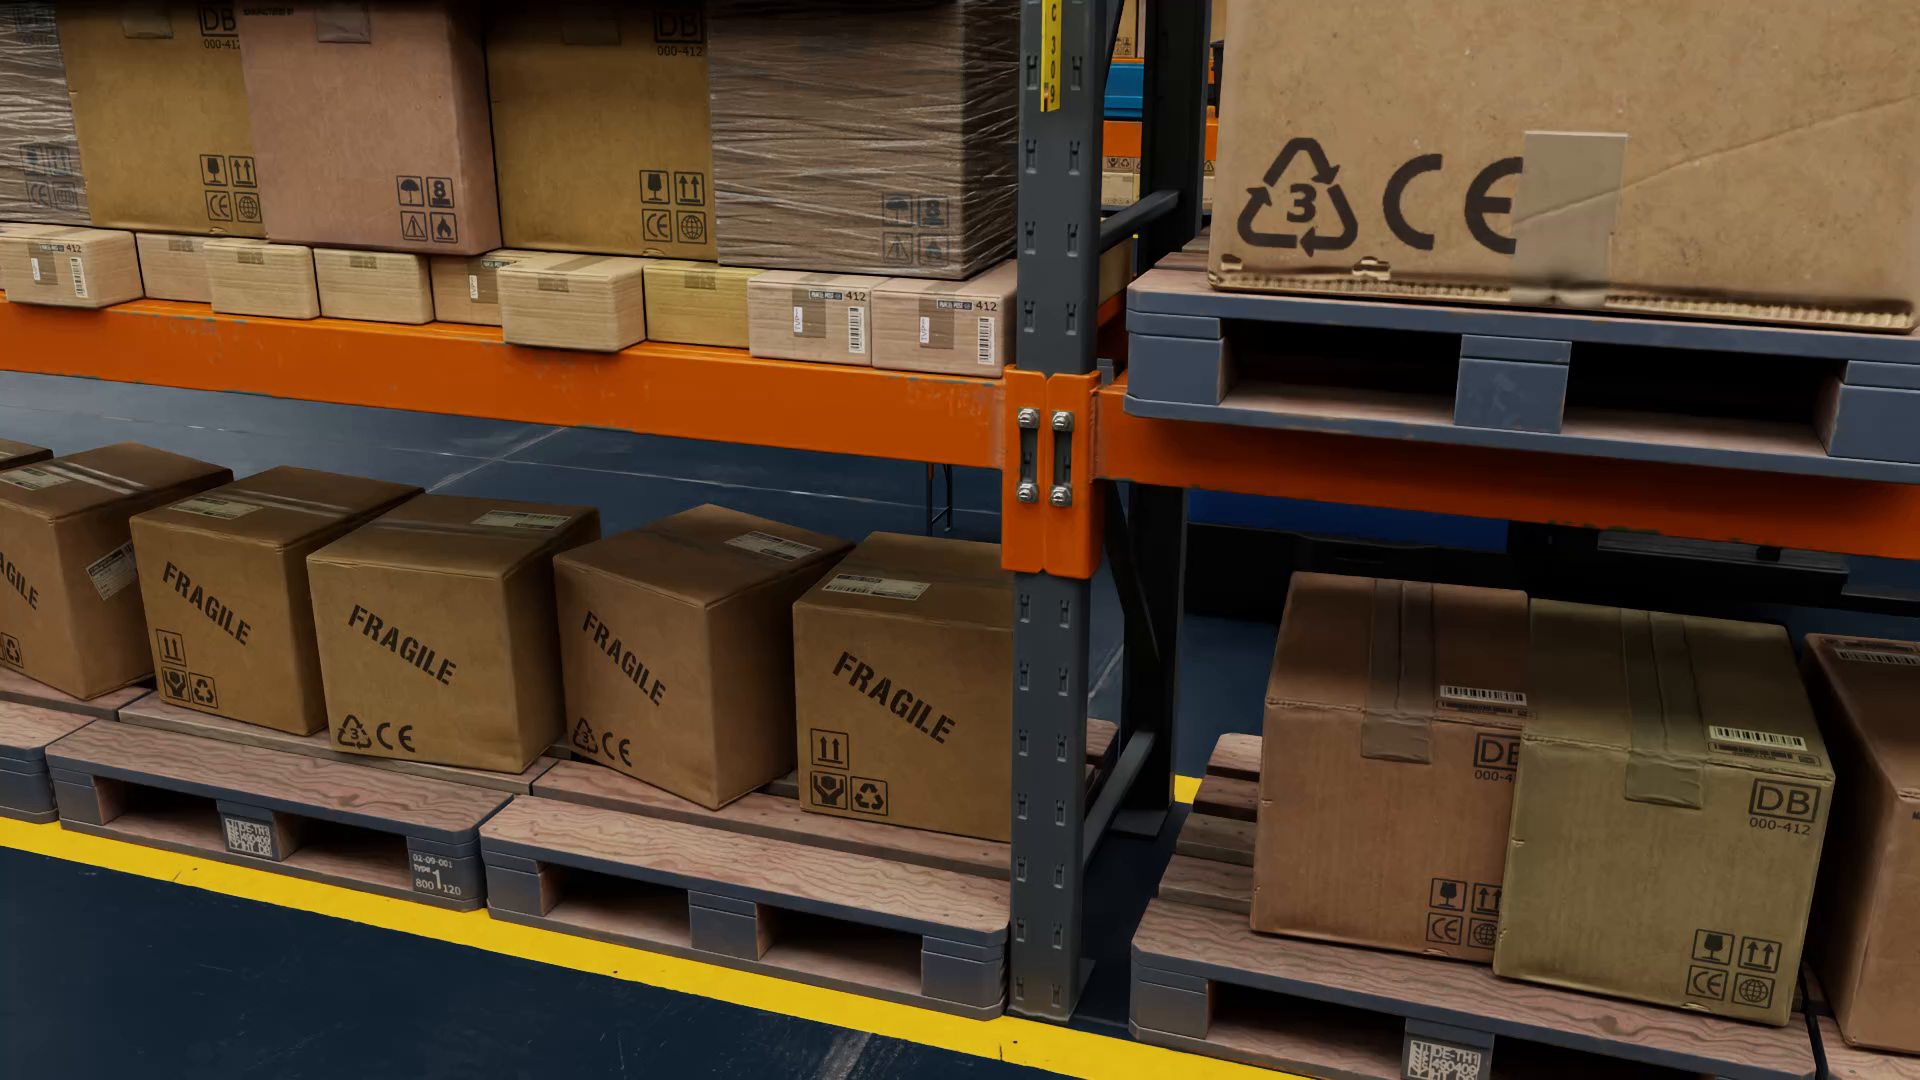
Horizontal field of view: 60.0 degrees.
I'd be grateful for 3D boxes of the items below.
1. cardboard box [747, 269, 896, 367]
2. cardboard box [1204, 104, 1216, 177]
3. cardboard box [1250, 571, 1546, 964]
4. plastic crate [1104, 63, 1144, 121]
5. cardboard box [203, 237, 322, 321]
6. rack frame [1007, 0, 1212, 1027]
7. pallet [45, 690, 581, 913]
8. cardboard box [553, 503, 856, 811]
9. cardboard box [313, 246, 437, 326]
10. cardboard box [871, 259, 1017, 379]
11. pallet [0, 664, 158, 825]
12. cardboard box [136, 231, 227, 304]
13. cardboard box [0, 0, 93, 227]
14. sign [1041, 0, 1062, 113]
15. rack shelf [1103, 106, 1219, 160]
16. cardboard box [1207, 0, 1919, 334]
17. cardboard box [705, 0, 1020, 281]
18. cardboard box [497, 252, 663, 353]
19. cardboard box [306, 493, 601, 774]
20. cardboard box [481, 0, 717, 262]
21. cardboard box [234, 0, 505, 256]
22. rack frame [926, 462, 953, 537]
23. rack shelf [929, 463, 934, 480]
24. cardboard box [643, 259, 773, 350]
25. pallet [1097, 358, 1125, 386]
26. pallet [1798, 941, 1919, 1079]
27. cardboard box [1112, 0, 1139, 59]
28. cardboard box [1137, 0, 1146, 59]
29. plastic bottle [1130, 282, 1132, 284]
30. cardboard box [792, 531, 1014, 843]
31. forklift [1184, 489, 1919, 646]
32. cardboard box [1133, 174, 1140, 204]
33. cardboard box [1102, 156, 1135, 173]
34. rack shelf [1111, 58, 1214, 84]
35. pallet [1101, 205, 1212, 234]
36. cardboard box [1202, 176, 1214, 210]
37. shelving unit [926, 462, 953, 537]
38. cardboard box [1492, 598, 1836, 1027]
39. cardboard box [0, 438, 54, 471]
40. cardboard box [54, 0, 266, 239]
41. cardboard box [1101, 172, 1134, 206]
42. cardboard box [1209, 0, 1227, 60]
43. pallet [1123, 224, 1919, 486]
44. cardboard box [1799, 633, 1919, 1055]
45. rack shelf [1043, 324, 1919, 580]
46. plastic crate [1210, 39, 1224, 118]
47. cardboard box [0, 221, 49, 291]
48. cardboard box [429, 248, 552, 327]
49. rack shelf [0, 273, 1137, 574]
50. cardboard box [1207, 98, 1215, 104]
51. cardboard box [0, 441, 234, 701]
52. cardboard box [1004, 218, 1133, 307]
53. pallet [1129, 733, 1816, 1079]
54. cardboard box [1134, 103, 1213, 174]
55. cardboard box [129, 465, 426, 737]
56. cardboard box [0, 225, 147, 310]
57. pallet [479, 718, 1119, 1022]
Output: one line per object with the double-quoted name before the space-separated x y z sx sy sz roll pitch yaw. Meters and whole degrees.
"cardboard box" -0.214 -0.454 3.204 0.250 0.149 0.380 7 20 18
"cardboard box" 2.121 -3.038 12.633 0.500 0.500 0.500 7 20 18
"cardboard box" 0.891 0.434 3.402 0.500 0.500 0.700 5 20 14
"plastic crate" 0.809 -2.116 7.816 0.616 0.251 0.499 7 20 18
"cardboard box" -1.393 -0.591 3.596 0.250 0.149 0.380 7 20 18
"rack frame" 0.318 -0.611 3.273 0.127 3.000 1.000 7 20 18
"pallet" -1.484 0.513 4.285 1.213 0.211 1.003 7 20 18
"cardboard box" -0.590 0.256 3.945 0.500 0.500 0.500 14 24 35
"cardboard box" -1.146 -0.575 3.550 0.250 0.149 0.380 7 20 18
"cardboard box" 0.019 -0.424 3.118 0.250 0.149 0.380 7 20 18
"pallet" -2.633 0.380 4.664 1.213 0.211 1.003 7 20 18
"cardboard box" -1.604 -0.642 3.742 0.250 0.149 0.380 7 20 18
"cardboard box" -1.980 -1.079 4.010 0.500 0.500 0.875 7 20 18
"sign" 0.147 -0.851 2.644 0.005 0.325 0.100 7 20 18
"rack shelf" 0.054 -2.028 8.429 4.000 0.370 1.077 7 20 18
"cardboard box" 1.023 -0.964 2.734 1.000 1.000 1.000 7 20 18
"cardboard box" -0.087 -0.867 3.402 0.500 0.500 0.875 7 20 18
"cardboard box" -0.703 -0.492 3.314 0.250 0.149 0.380 7 20 18
"cardboard box" -1.202 0.213 4.068 0.500 0.500 0.500 5 20 13
"cardboard box" -0.547 -0.932 3.588 0.500 0.500 0.875 7 20 18
"cardboard box" -1.053 -0.954 3.653 0.500 0.500 0.875 7 20 18
"rack frame" -0.074 -0.575 5.903 0.015 1.200 0.240 7 20 18
"rack shelf" 0.156 -0.298 5.915 0.480 0.148 0.258 7 20 18
"cardboard box" -0.431 -0.500 3.335 0.250 0.149 0.380 7 20 18
"pallet" 1.323 -0.920 8.395 1.213 0.211 1.003 7 20 18
"pallet" 2.210 0.920 3.115 1.213 0.211 1.003 7 20 18
"cardboard box" 1.196 -4.005 12.857 0.500 0.500 0.700 7 20 18
"cardboard box" 1.694 -3.949 12.697 0.500 0.500 0.700 7 20 20
"plastic bottle" 0.879 -1.312 8.866 0.097 0.201 0.097 0 19 0
"cardboard box" -0.046 0.315 3.775 0.500 0.500 0.500 6 20 16
"forklift" 2.236 -1.168 4.974 3.031 2.935 1.130 6 20 17
"cardboard box" 1.644 -2.733 12.900 0.500 0.250 0.500 7 20 18
"cardboard box" 1.177 -3.147 12.946 0.500 0.500 0.500 7 20 18
"rack shelf" 1.683 -3.567 12.846 4.000 0.370 1.077 7 20 18
"pallet" 1.679 -2.604 13.227 1.213 0.211 1.003 7 20 18
"cardboard box" 2.117 -2.680 12.746 0.500 0.250 0.500 7 20 18
"shelving unit" 0.156 -0.549 5.827 0.503 1.200 0.258 7 20 18
"cardboard box" 1.336 0.492 3.238 0.500 0.500 0.700 6 20 18
"cardboard box" -2.876 0.011 4.646 0.500 0.500 0.500 11 22 28
"cardboard box" -1.511 -1.021 3.845 0.500 0.500 0.875 7 20 18
"cardboard box" 1.174 -2.789 13.059 0.500 0.250 0.500 7 20 18
"cardboard box" 2.179 -3.895 12.540 0.500 0.500 0.700 7 20 19
"pallet" 0.993 -0.393 2.938 1.213 0.211 1.003 7 20 18
"cardboard box" 1.864 0.552 3.065 0.500 0.500 0.700 5 20 13
"rack shelf" 2.208 -0.056 2.771 4.000 0.370 1.077 7 20 18
"plastic crate" 1.491 -2.218 7.977 0.504 0.338 0.767 7 20 18
"cardboard box" -2.086 -0.687 3.871 0.250 0.149 0.380 7 20 18
"cardboard box" -0.896 -0.560 3.509 0.250 0.149 0.380 7 20 18
"rack shelf" -1.571 -0.488 4.011 4.000 0.370 1.077 7 20 18
"cardboard box" 1.820 -3.254 13.254 0.500 0.500 0.500 7 20 18
"cardboard box" -2.300 0.065 4.491 0.500 0.500 0.500 13 23 32
"cardboard box" 0.214 -0.609 3.649 0.250 0.149 0.380 7 20 18
"pallet" 1.054 0.789 3.492 1.213 0.211 1.003 7 20 18
"cardboard box" 1.644 -3.087 12.776 0.500 0.500 0.500 7 20 18
"cardboard box" -1.715 0.139 4.281 0.500 0.500 0.500 9 21 23
"cardboard box" -1.884 -0.628 3.701 0.250 0.149 0.380 7 20 18
"pallet" -0.328 0.644 3.908 1.213 0.211 1.003 7 20 18
